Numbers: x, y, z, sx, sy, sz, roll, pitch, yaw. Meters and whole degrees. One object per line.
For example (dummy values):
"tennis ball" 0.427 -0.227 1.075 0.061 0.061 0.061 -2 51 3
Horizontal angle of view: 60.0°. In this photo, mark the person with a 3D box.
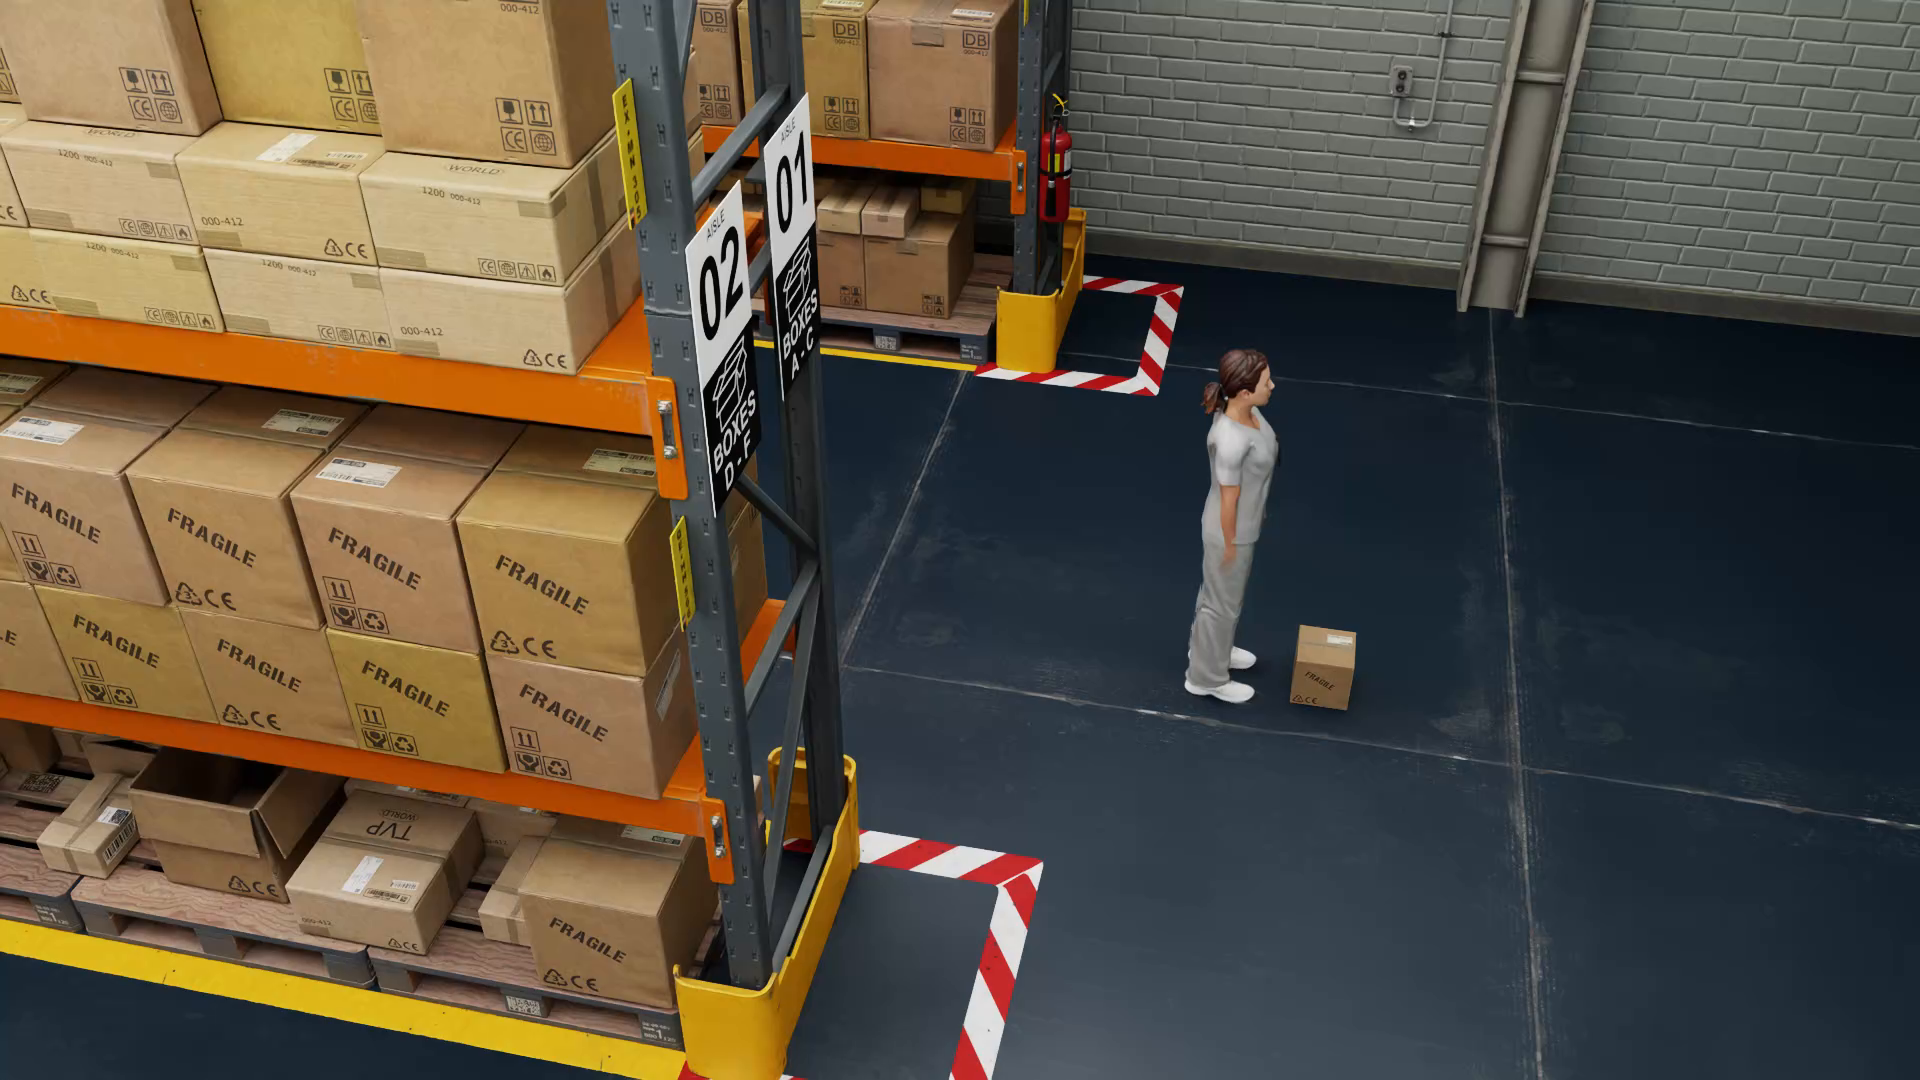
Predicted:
"person" 1.164 -0.067 7.059 0.367 1.675 0.439 8 38 11
